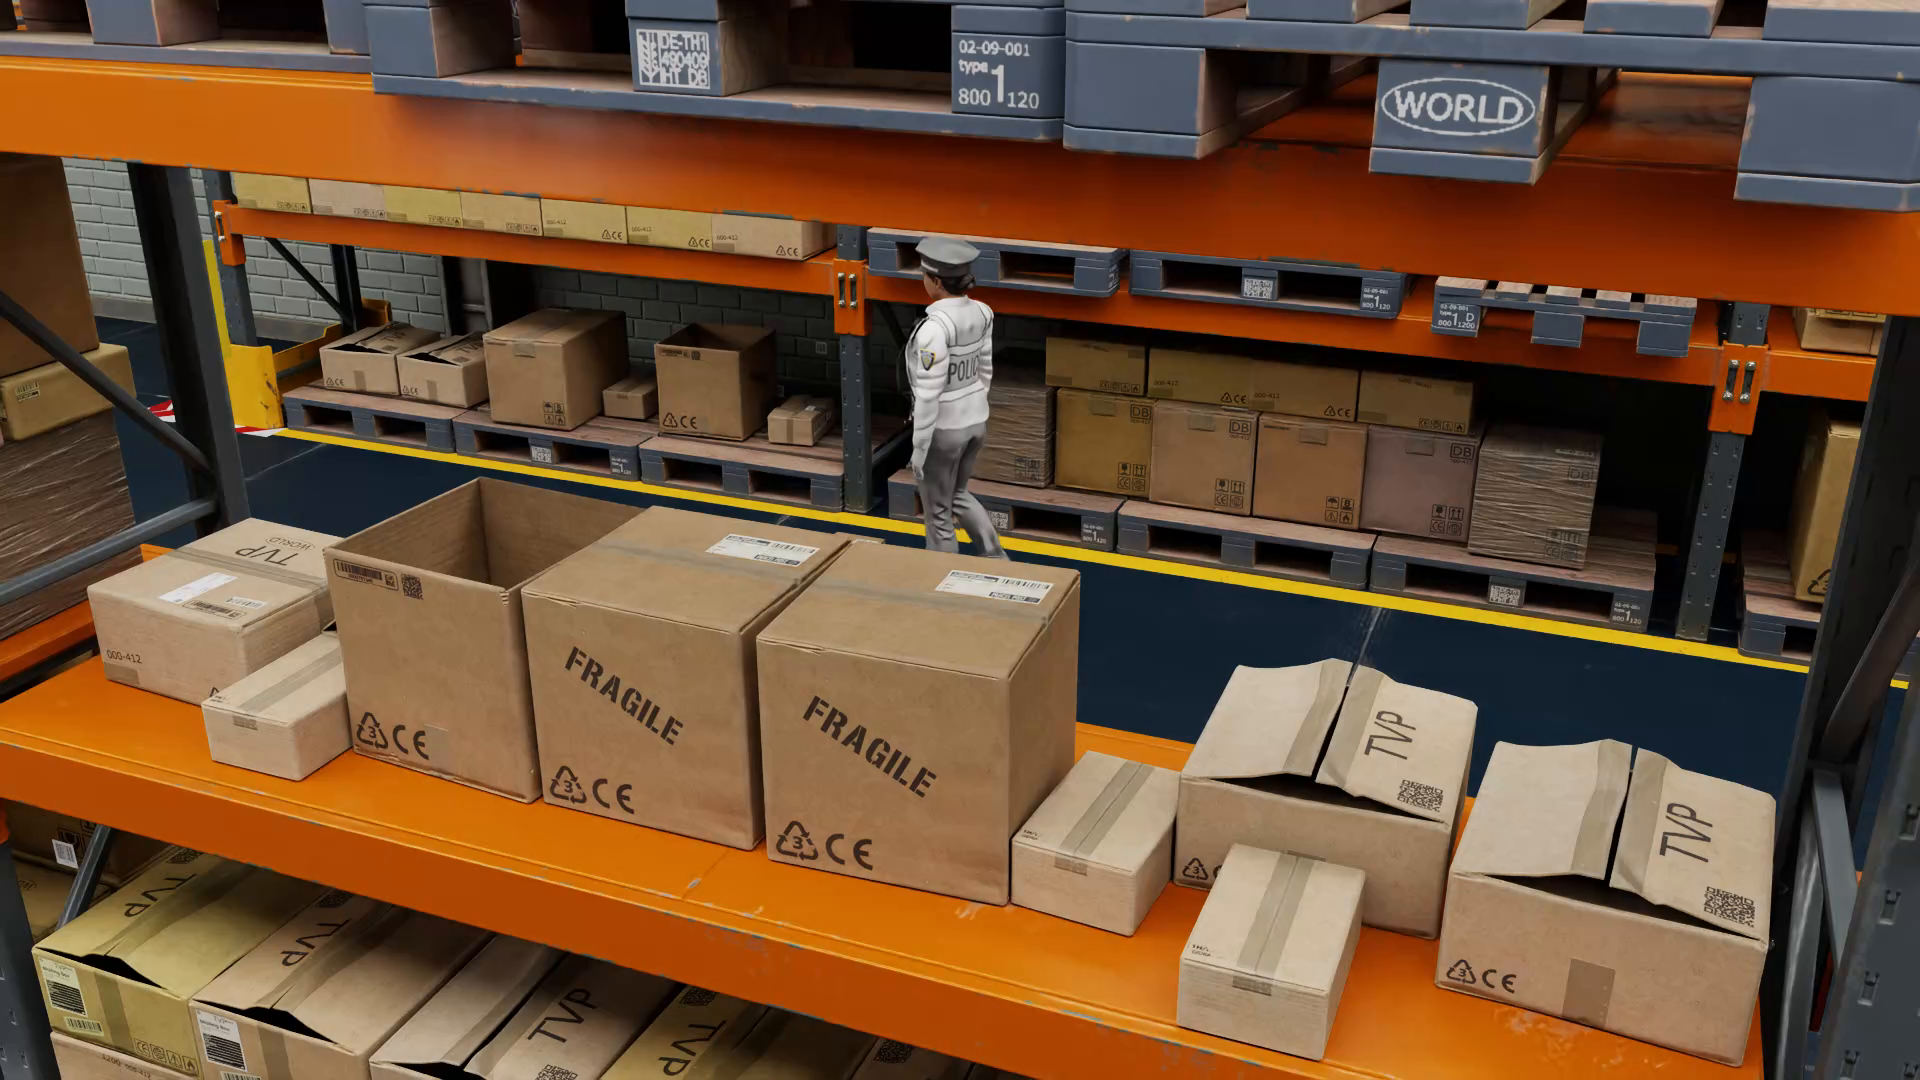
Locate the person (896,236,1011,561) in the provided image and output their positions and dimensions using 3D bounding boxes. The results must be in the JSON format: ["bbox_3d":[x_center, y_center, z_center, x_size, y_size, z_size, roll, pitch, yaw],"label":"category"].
[{"bbox_3d":[-0.024,-0.458,7.137,0.509,1.668,0.497,15,27,32],"label":"person"}]
